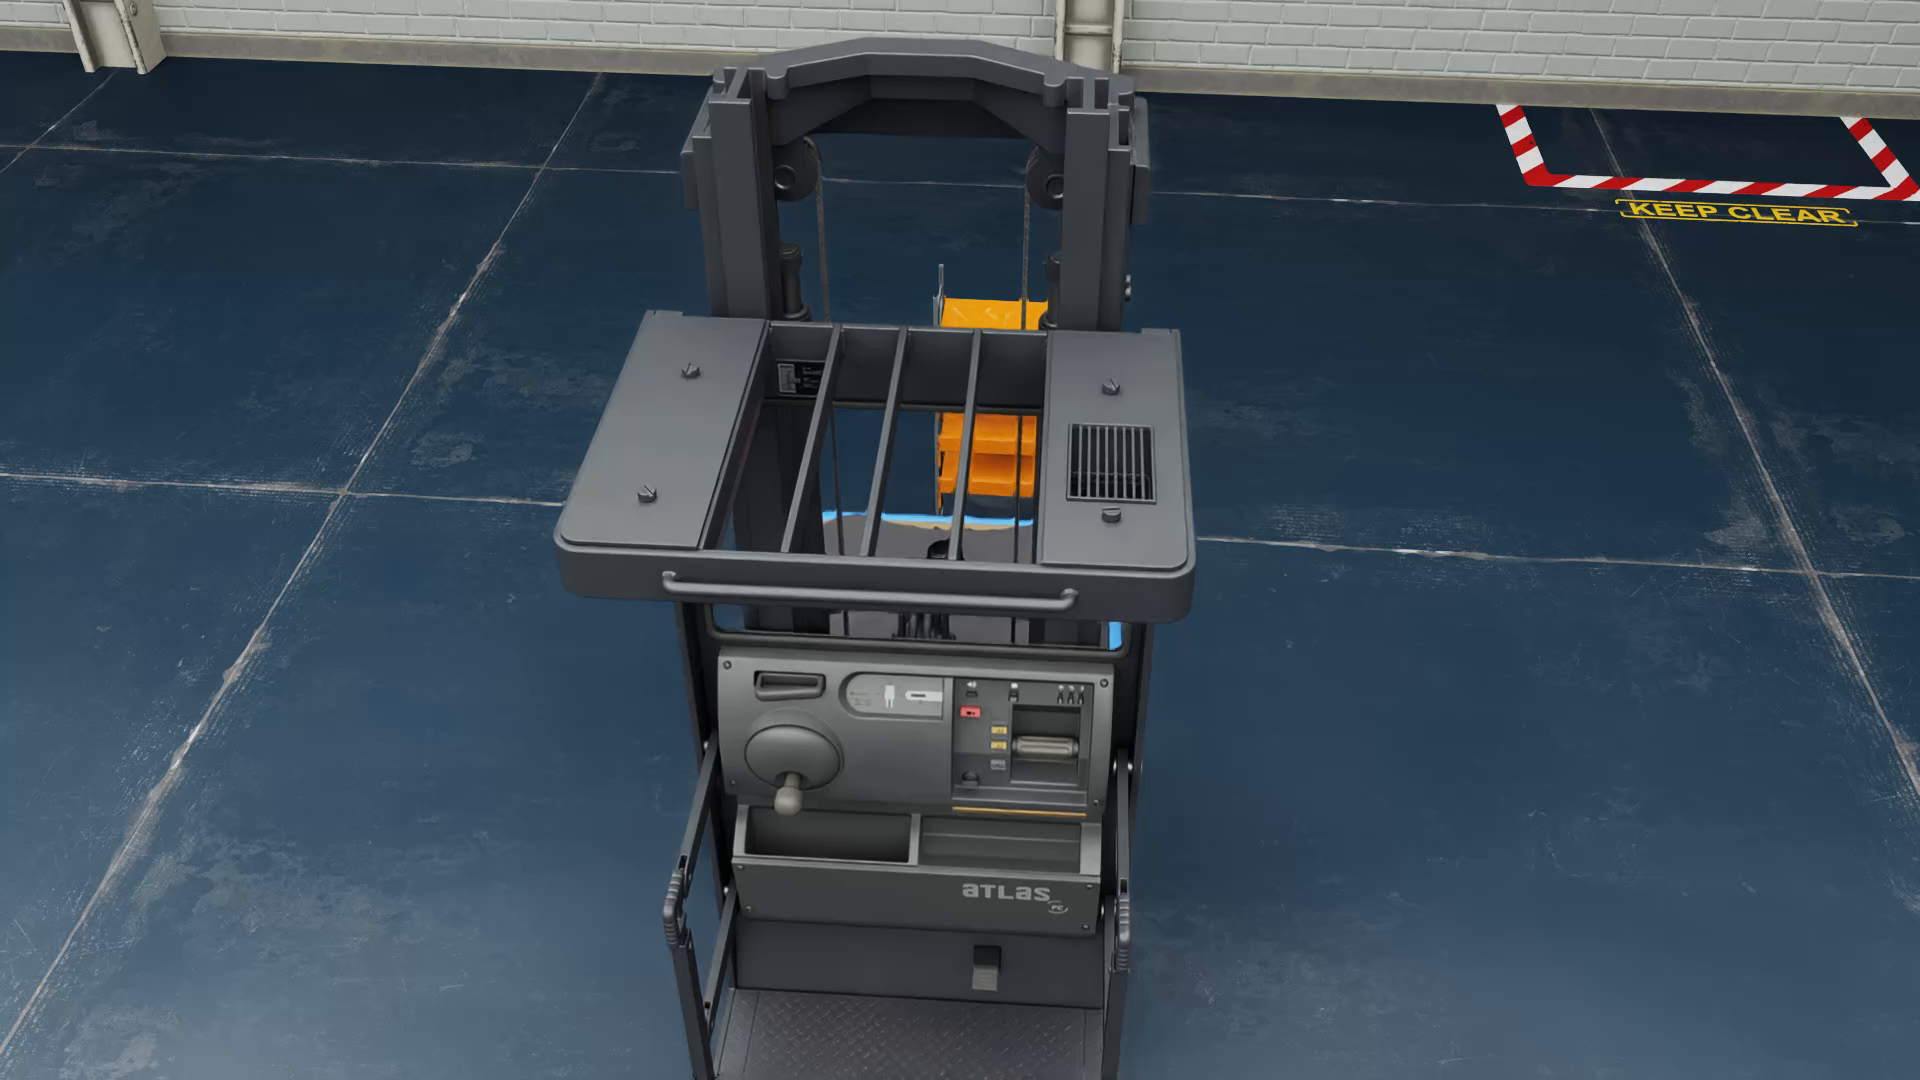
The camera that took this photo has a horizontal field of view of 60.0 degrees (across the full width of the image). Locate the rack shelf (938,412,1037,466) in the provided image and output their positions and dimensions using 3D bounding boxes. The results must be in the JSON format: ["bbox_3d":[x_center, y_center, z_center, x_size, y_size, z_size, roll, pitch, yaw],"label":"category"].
[{"bbox_3d":[0.165,-0.404,6.403,0.480,0.148,0.258,3,39,4],"label":"rack shelf"}]

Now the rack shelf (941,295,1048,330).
[{"bbox_3d":[0.165,-0.761,6.112,0.480,0.148,0.258,3,39,4],"label":"rack shelf"}]

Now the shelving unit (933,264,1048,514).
[{"bbox_3d":[0.165,-0.456,6.360,0.503,1.200,0.258,3,39,4],"label":"shelving unit"}]

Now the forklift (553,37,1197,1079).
[{"bbox_3d":[-0.120,0.543,3.761,1.130,2.935,3.031,2,39,3],"label":"forklift"}]

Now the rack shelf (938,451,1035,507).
[{"bbox_3d":[0.165,-0.250,6.528,0.480,0.148,0.258,3,39,4],"label":"rack shelf"}]

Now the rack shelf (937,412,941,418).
[{"bbox_3d":[0.165,-0.578,6.261,0.480,0.148,0.258,3,39,4],"label":"rack shelf"}]

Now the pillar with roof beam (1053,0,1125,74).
[{"bbox_3d":[0.385,-3.448,3.858,0.400,9.000,9.100,3,39,4],"label":"pillar with roof beam"}]

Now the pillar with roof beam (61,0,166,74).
[{"bbox_3d":[-5.593,-3.775,4.260,0.400,9.000,9.100,3,39,4],"label":"pillar with roof beam"}]

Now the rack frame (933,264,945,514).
[{"bbox_3d":[-0.078,-0.470,6.376,0.015,1.200,0.240,3,39,4],"label":"rack frame"}]
